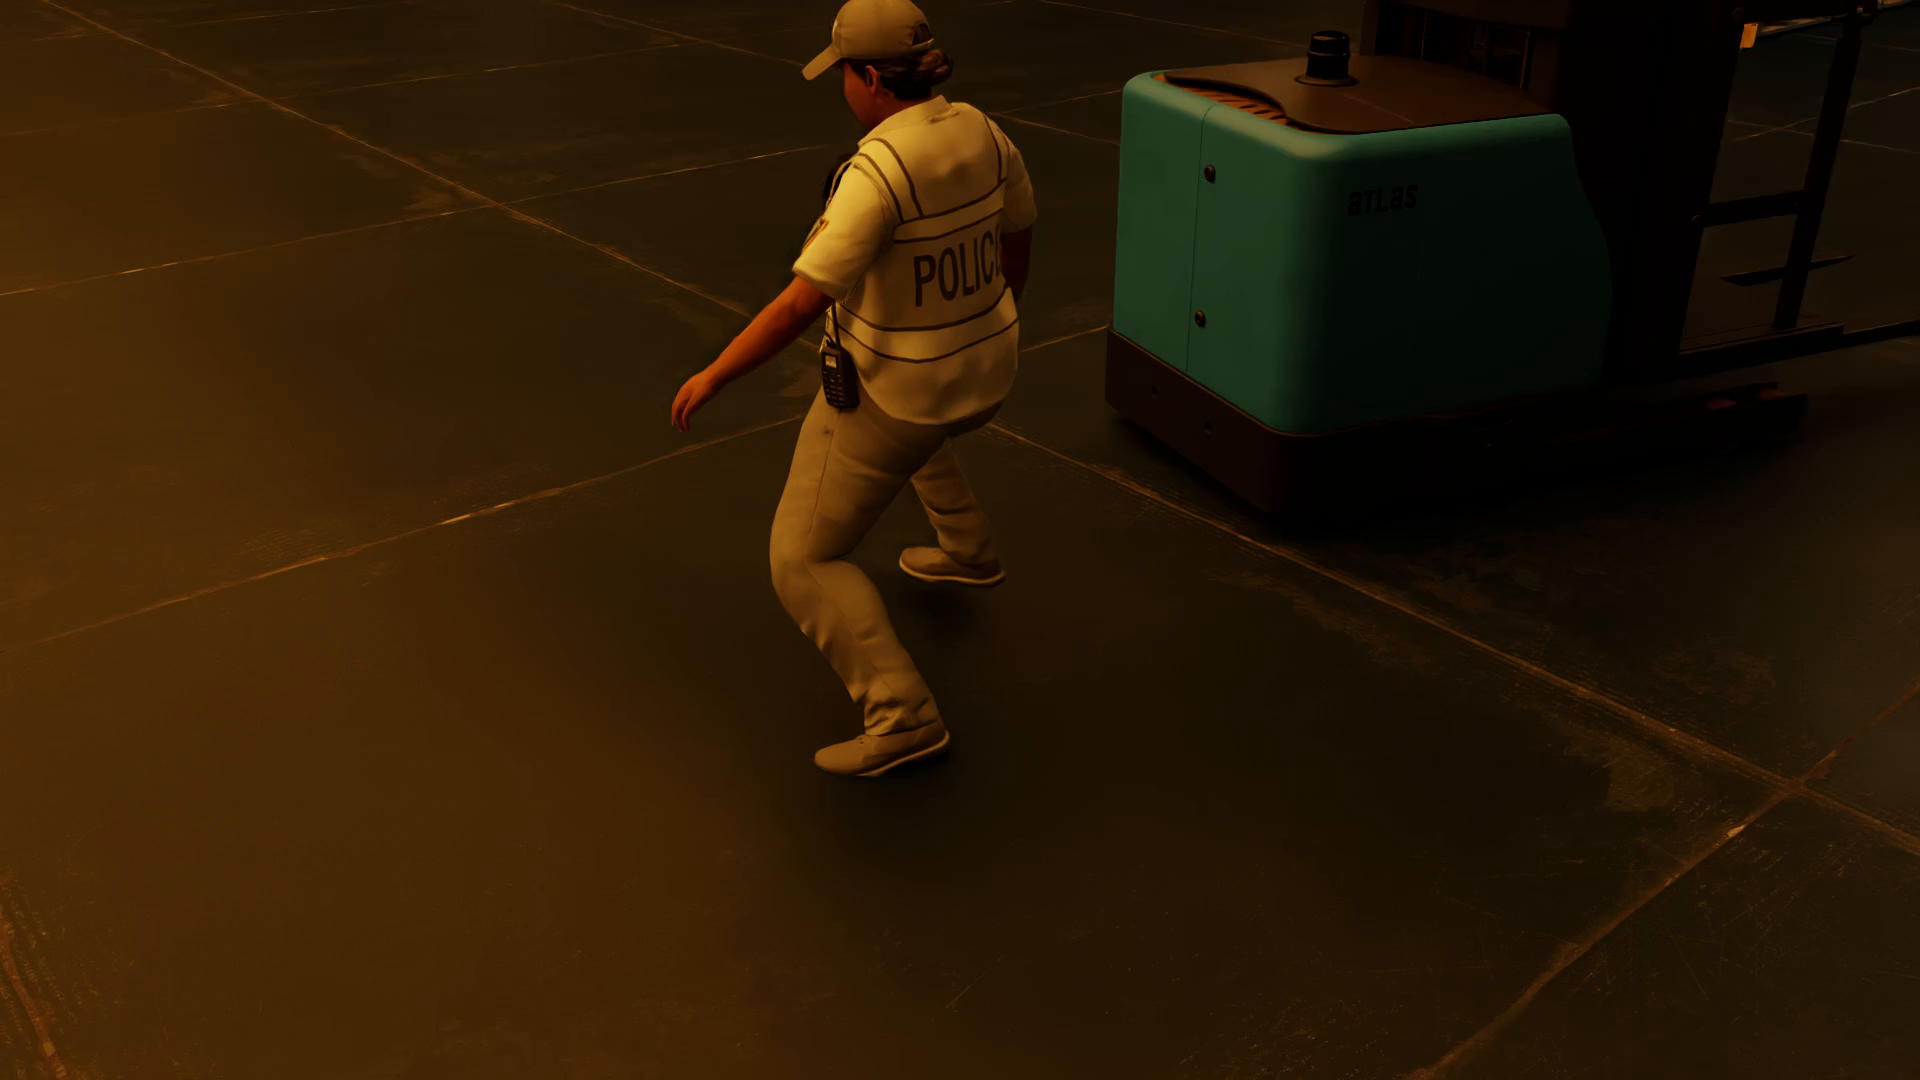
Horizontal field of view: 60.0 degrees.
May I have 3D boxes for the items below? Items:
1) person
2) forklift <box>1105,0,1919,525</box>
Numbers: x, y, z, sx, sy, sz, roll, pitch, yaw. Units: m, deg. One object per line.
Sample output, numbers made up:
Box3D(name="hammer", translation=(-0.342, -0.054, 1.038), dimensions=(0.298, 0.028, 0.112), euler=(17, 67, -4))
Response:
Box3D(name="person", translation=(-0.146, -0.362, 3.545), dimensions=(0.657, 1.553, 0.889), euler=(21, 33, 36))
Box3D(name="forklift", translation=(2.018, -1.777, 4.785), dimensions=(3.031, 2.935, 1.130), euler=(-11, 29, -21))
